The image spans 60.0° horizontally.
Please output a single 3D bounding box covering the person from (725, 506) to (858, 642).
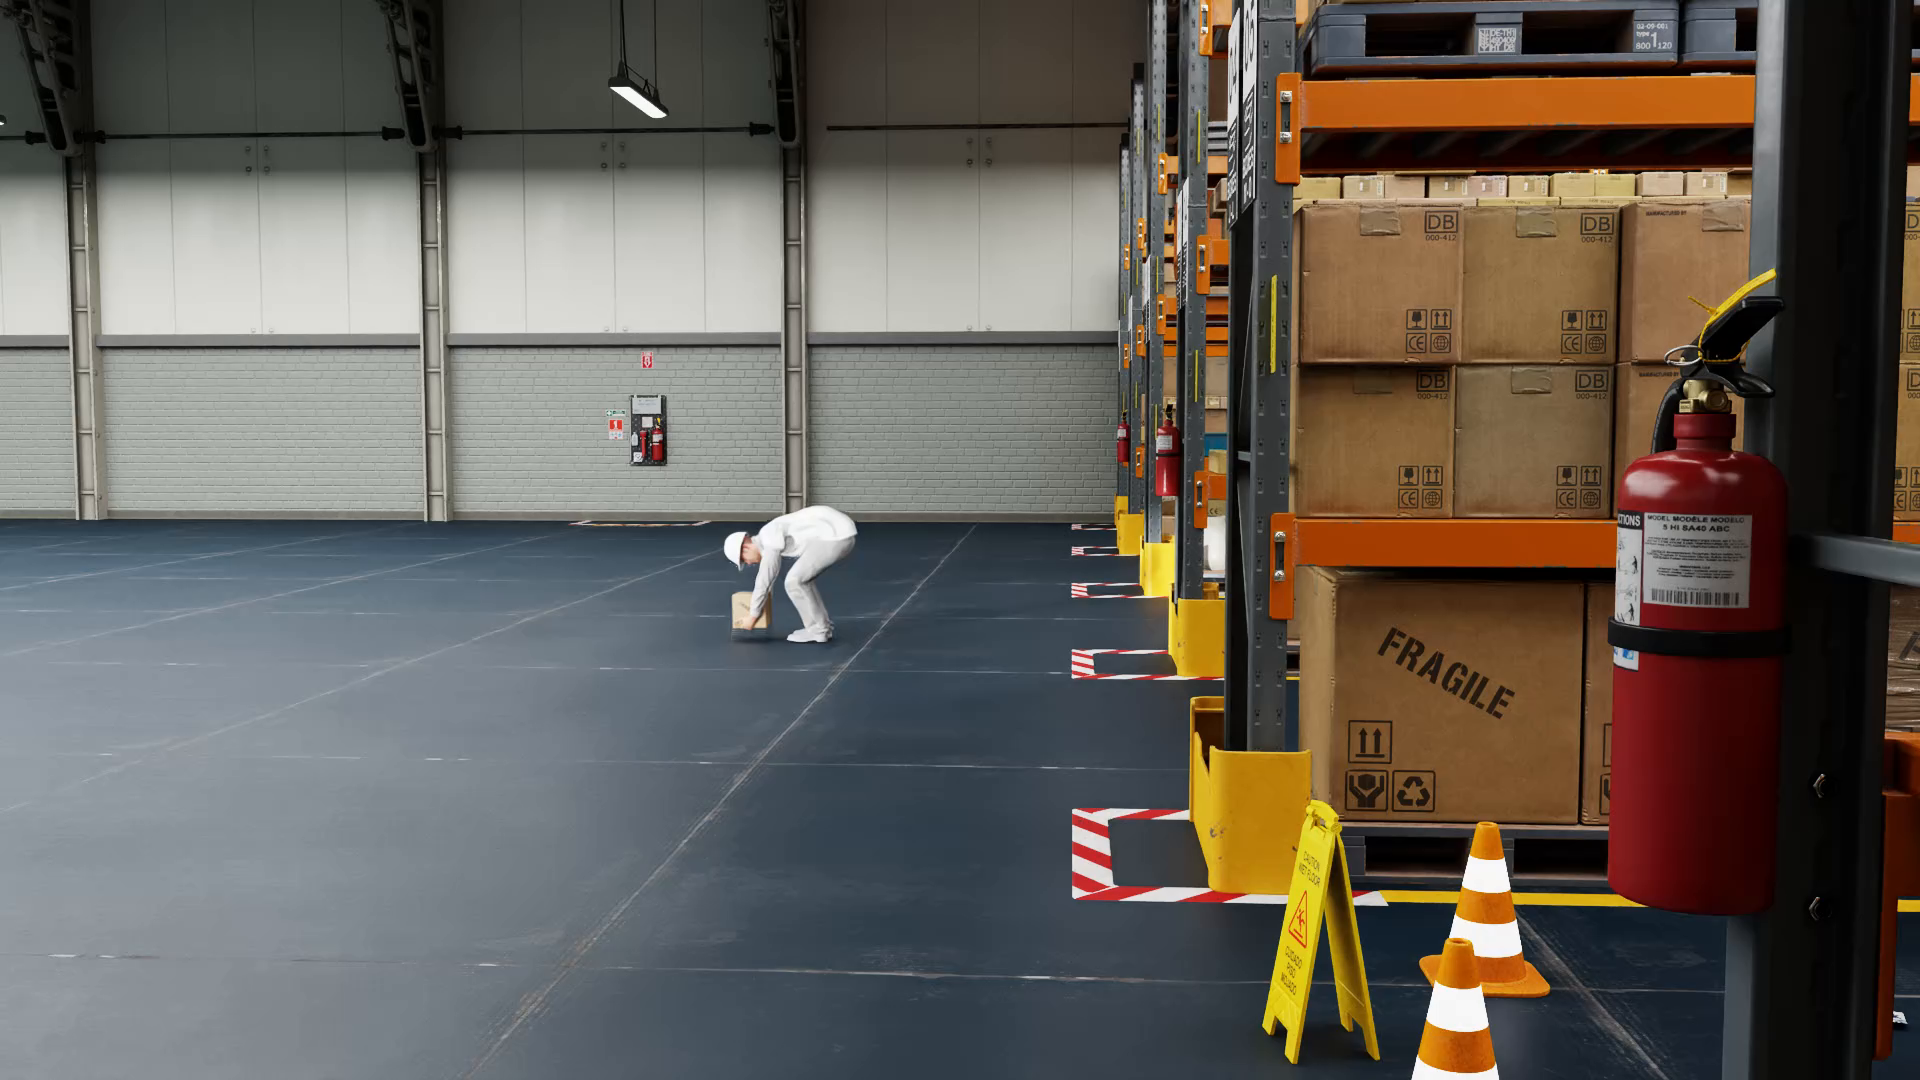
[{"bbox_3d":[-1.270,0.251,12.490,0.999,1.013,0.482,0,4,1],"label":"person"}]
